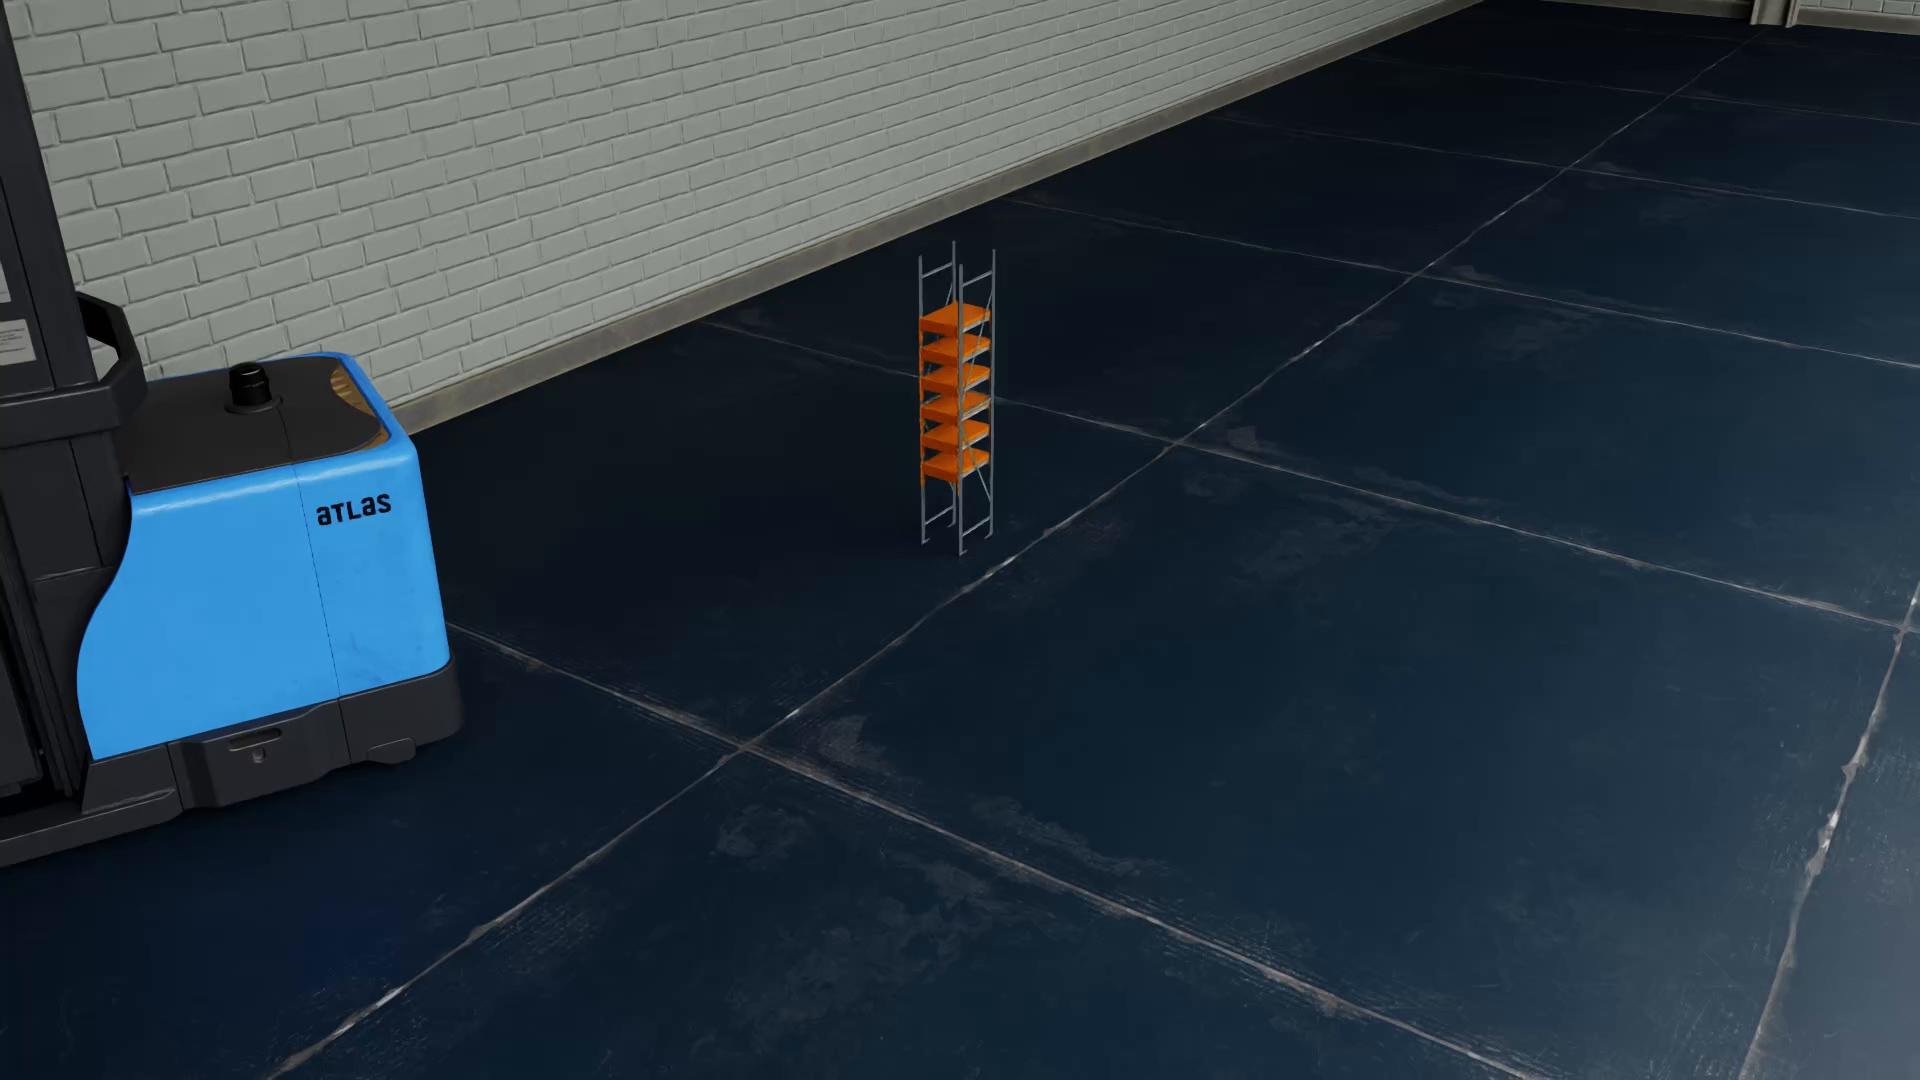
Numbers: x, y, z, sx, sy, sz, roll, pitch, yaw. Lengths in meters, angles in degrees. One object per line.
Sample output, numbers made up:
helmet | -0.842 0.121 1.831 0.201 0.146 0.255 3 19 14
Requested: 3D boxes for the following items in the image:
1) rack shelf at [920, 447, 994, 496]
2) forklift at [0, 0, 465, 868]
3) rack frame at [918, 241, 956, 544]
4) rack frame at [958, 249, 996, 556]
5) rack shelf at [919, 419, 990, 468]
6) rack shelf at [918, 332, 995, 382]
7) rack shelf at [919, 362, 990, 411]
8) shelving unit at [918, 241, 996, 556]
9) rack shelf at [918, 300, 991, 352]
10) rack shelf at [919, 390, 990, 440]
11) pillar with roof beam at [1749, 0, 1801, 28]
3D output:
rack shelf | -0.012 -0.285 6.614 0.180 0.103 0.258 17 32 30
forklift | -3.153 -0.490 4.481 3.031 2.935 1.130 -15 30 -26
rack frame | -0.087 -0.562 6.531 0.006 1.200 0.240 17 32 30
rack frame | 0.063 -0.515 6.439 0.006 1.200 0.240 17 32 30
rack shelf | -0.012 -0.392 6.560 0.180 0.103 0.258 17 32 30
rack shelf | -0.012 -0.713 6.396 0.180 0.103 0.258 17 32 30
rack shelf | -0.012 -0.606 6.451 0.180 0.103 0.258 17 32 30
shelving unit | -0.012 -0.538 6.485 0.189 1.200 0.258 17 32 30
rack shelf | -0.012 -0.820 6.342 0.180 0.103 0.258 17 32 30
rack shelf | -0.012 -0.499 6.505 0.180 0.103 0.258 17 32 30
pillar with roof beam | 6.023 -7.774 12.104 0.400 9.000 9.100 17 32 30
